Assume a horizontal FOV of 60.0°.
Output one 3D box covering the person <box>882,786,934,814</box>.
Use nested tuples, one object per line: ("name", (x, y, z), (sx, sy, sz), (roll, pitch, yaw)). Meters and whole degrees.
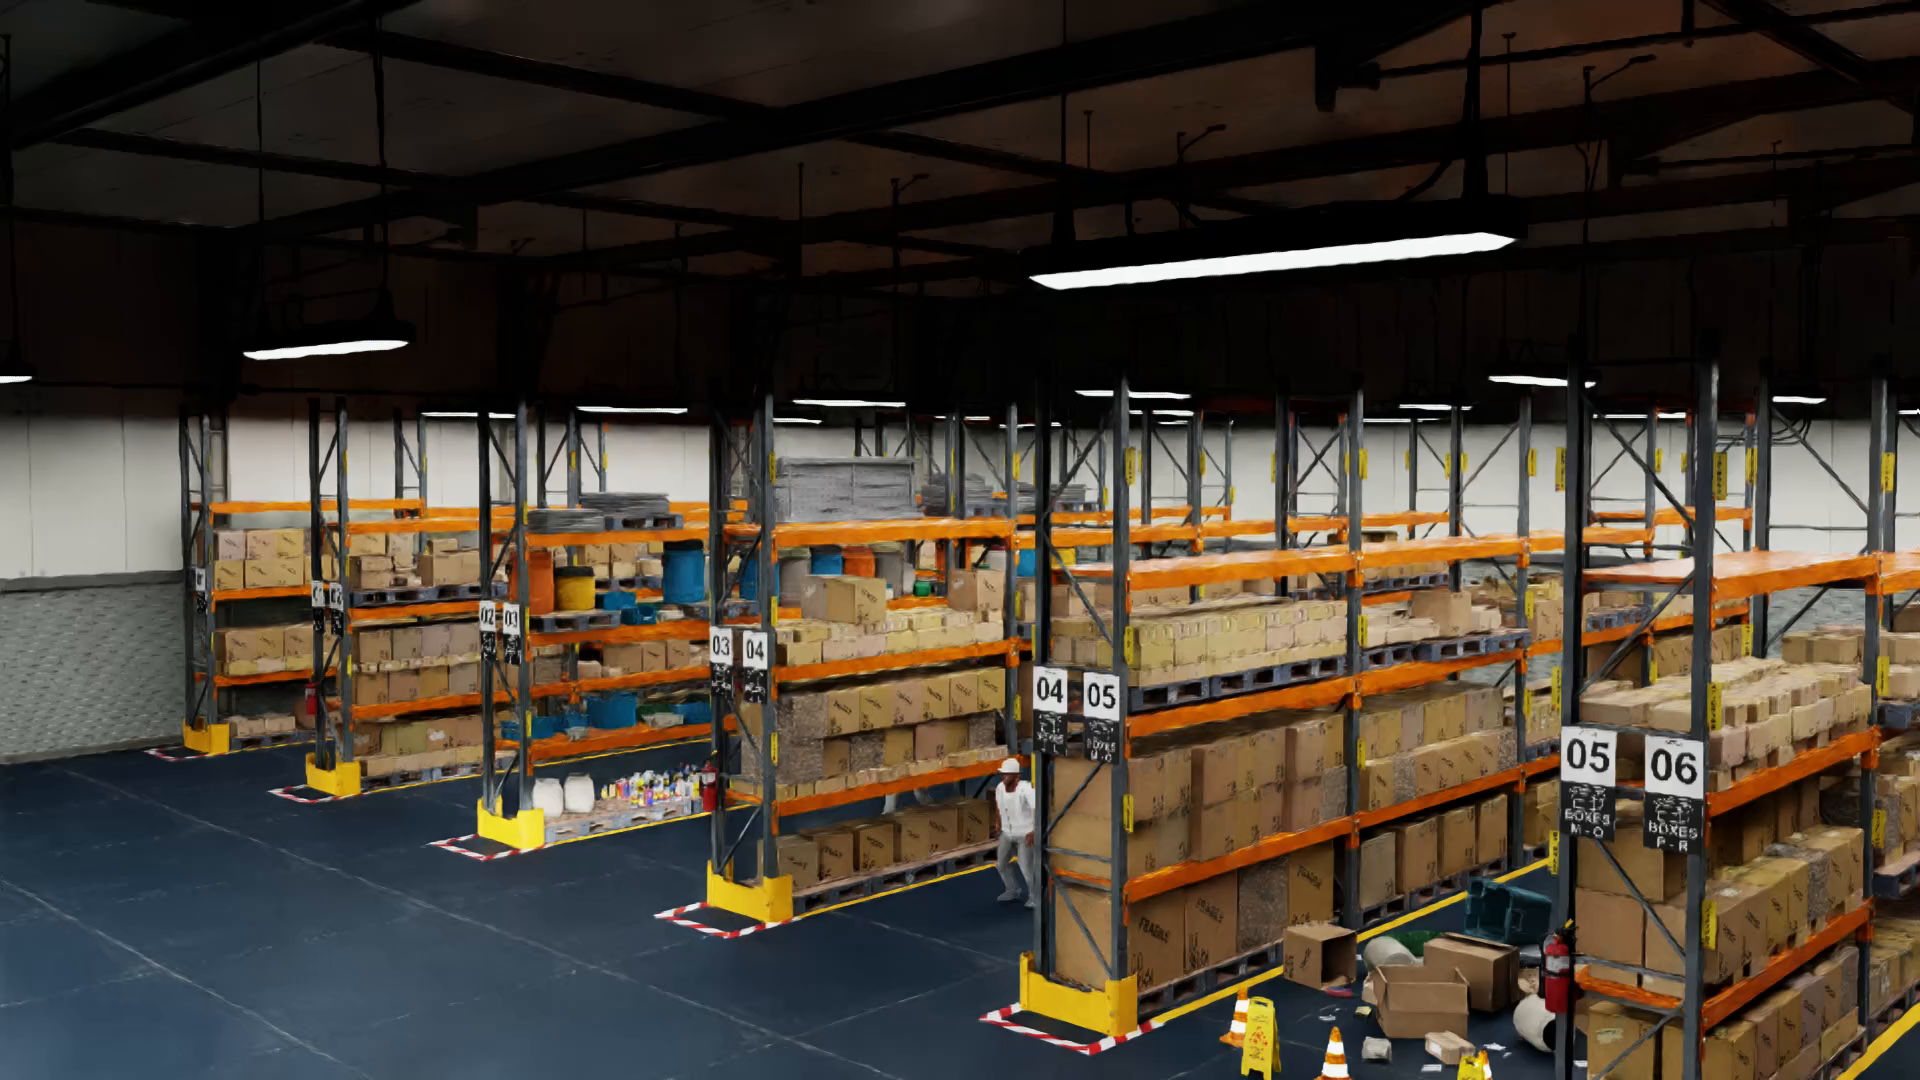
("person", (-0.733, 3.103, 22.602), (1.030, 1.707, 0.533), (-2, 4, -37))

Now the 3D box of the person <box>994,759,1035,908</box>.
("person", (0.639, 3.320, 18.881), (0.719, 1.714, 0.578), (3, 4, 42))
